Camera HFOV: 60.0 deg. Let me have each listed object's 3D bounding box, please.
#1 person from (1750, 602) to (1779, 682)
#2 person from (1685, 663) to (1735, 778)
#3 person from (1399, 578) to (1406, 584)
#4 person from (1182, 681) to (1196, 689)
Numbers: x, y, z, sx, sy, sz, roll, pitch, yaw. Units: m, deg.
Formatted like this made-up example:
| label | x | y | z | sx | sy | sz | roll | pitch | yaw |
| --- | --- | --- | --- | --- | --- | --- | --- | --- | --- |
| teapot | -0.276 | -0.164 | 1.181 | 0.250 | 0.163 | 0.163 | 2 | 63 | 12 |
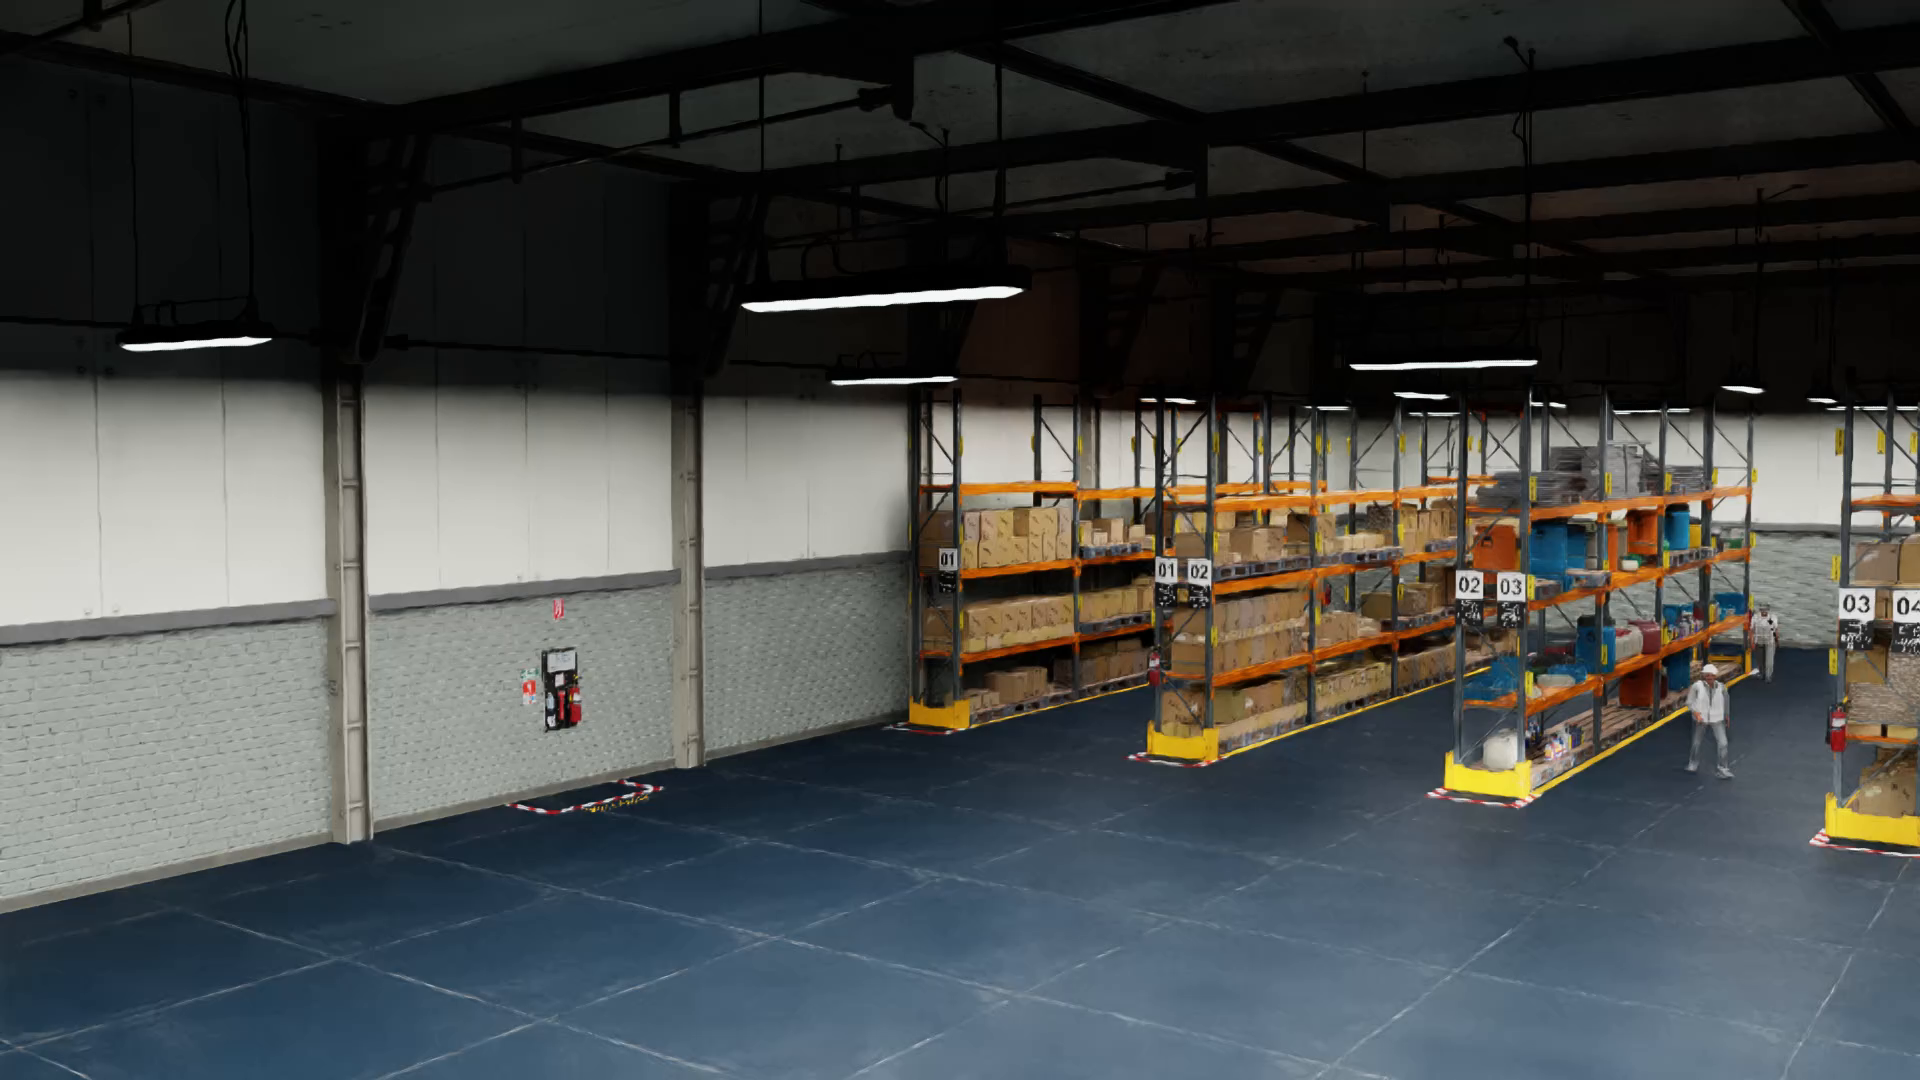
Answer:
| label | x | y | z | sx | sy | sz | roll | pitch | yaw |
| --- | --- | --- | --- | --- | --- | --- | --- | --- | --- |
| person | 16.992 | 2.137 | 35.172 | 0.547 | 1.670 | 1.116 | 2 | 4 | 33 |
| person | 11.346 | 2.704 | 25.198 | 0.682 | 1.713 | 0.844 | 1 | 3 | 19 |
| person | 10.611 | 1.805 | 40.191 | 0.383 | 1.787 | 0.637 | 1 | 3 | 21 |
| person | 4.211 | 2.420 | 30.467 | 0.574 | 1.665 | 0.549 | -1 | 4 | -22 |
